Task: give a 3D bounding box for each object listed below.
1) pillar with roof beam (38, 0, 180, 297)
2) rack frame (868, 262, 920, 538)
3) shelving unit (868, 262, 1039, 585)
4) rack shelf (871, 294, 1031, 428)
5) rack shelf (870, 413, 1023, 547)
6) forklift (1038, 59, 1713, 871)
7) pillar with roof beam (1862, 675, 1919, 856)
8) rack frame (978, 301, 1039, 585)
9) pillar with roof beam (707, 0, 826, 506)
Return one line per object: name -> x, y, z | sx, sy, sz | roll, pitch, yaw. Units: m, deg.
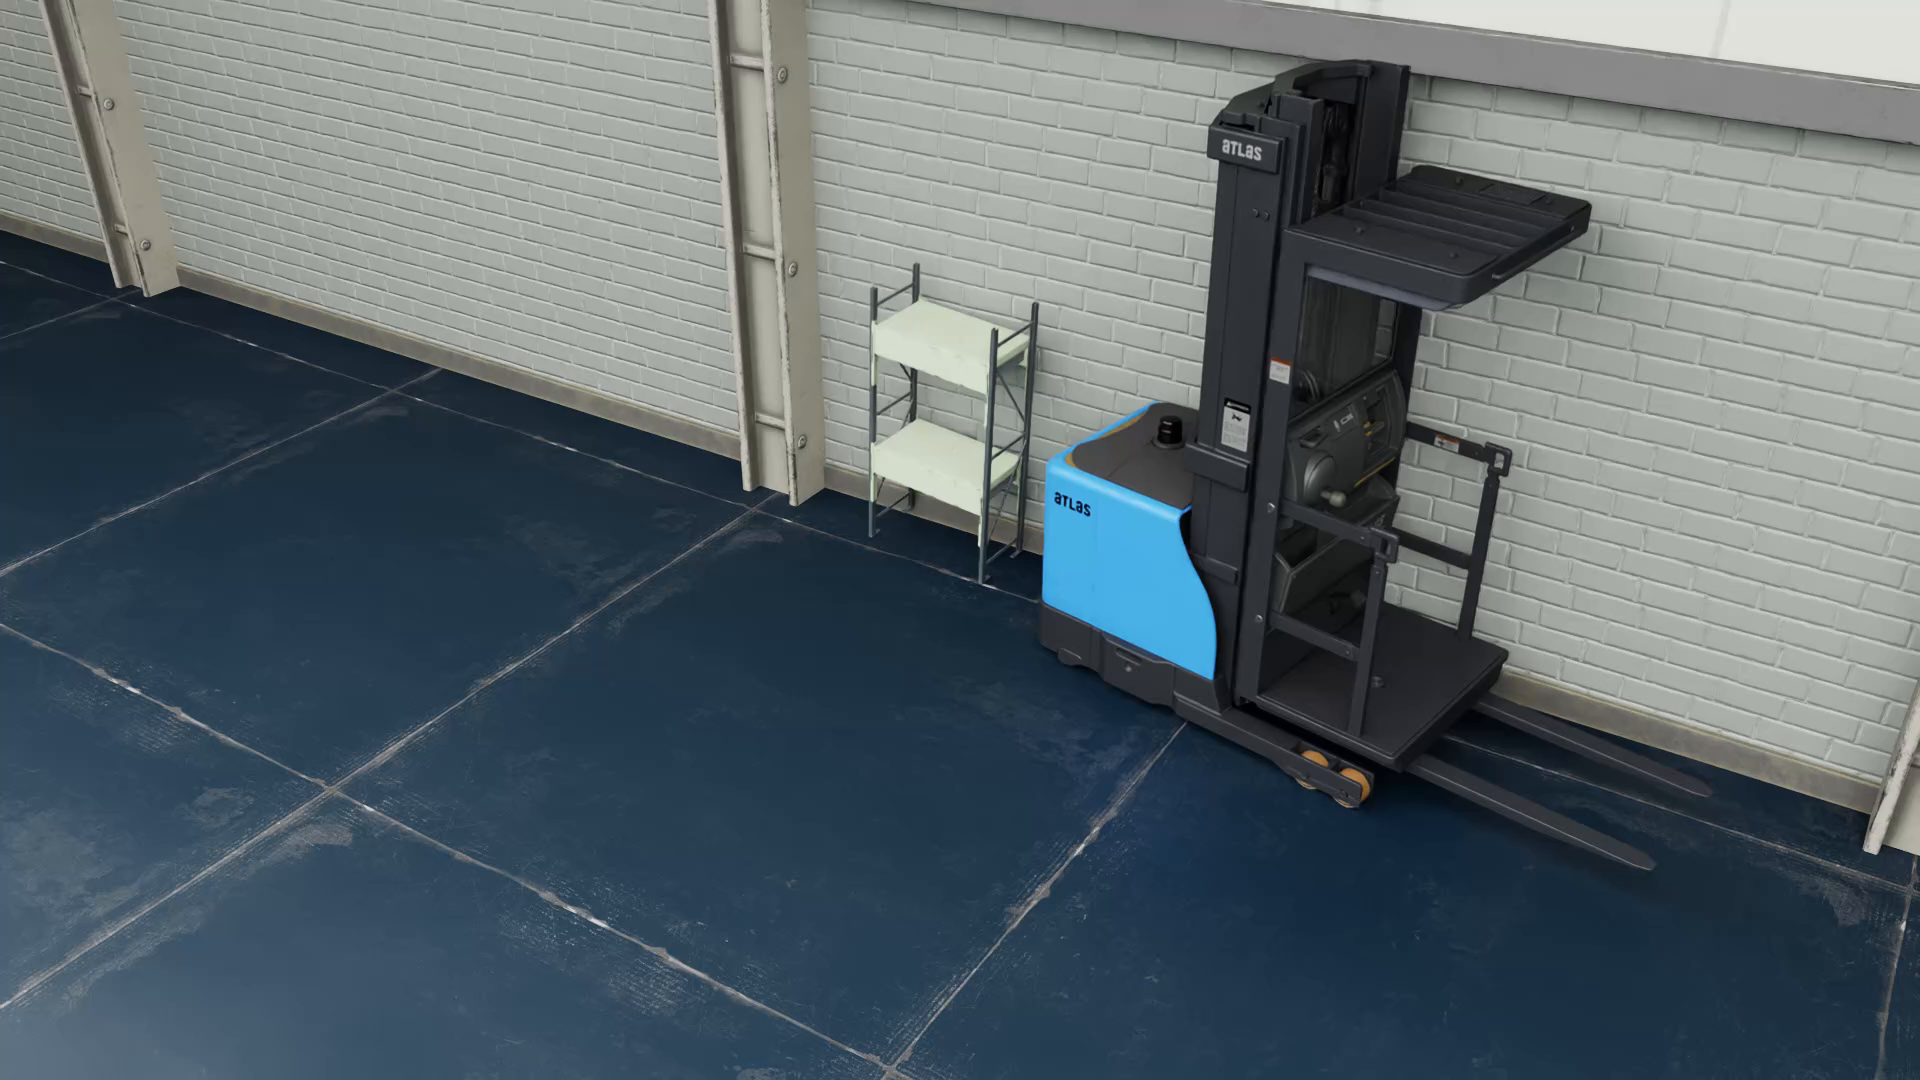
pillar with roof beam -> -8.398, -3.969, 7.124 | 0.400, 9.000, 9.100 | 18, 35, 27
rack frame -> -0.356, -0.726, 8.898 | 0.023, 1.500, 0.400 | 23, 39, 27
shelving unit -> -0.055, -0.601, 8.730 | 0.755, 1.500, 0.431 | 23, 39, 27
rack shelf -> -0.041, -0.925, 8.513 | 0.720, 0.370, 0.431 | 23, 39, 27
rack shelf -> -0.067, -0.331, 8.912 | 0.720, 0.370, 0.431 | 23, 39, 27
forklift -> 1.821, -0.400, 7.027 | 3.031, 2.935, 1.130 | 24, 38, 35
pillar with roof beam -> 1.766, -0.755, 1.613 | 0.400, 9.000, 9.100 | 18, 35, 27
rack frame -> 0.245, -0.476, 8.563 | 0.023, 1.500, 0.400 | 23, 39, 27
pillar with roof beam -> -3.316, -2.362, 4.369 | 0.400, 9.000, 9.100 | 18, 35, 27
